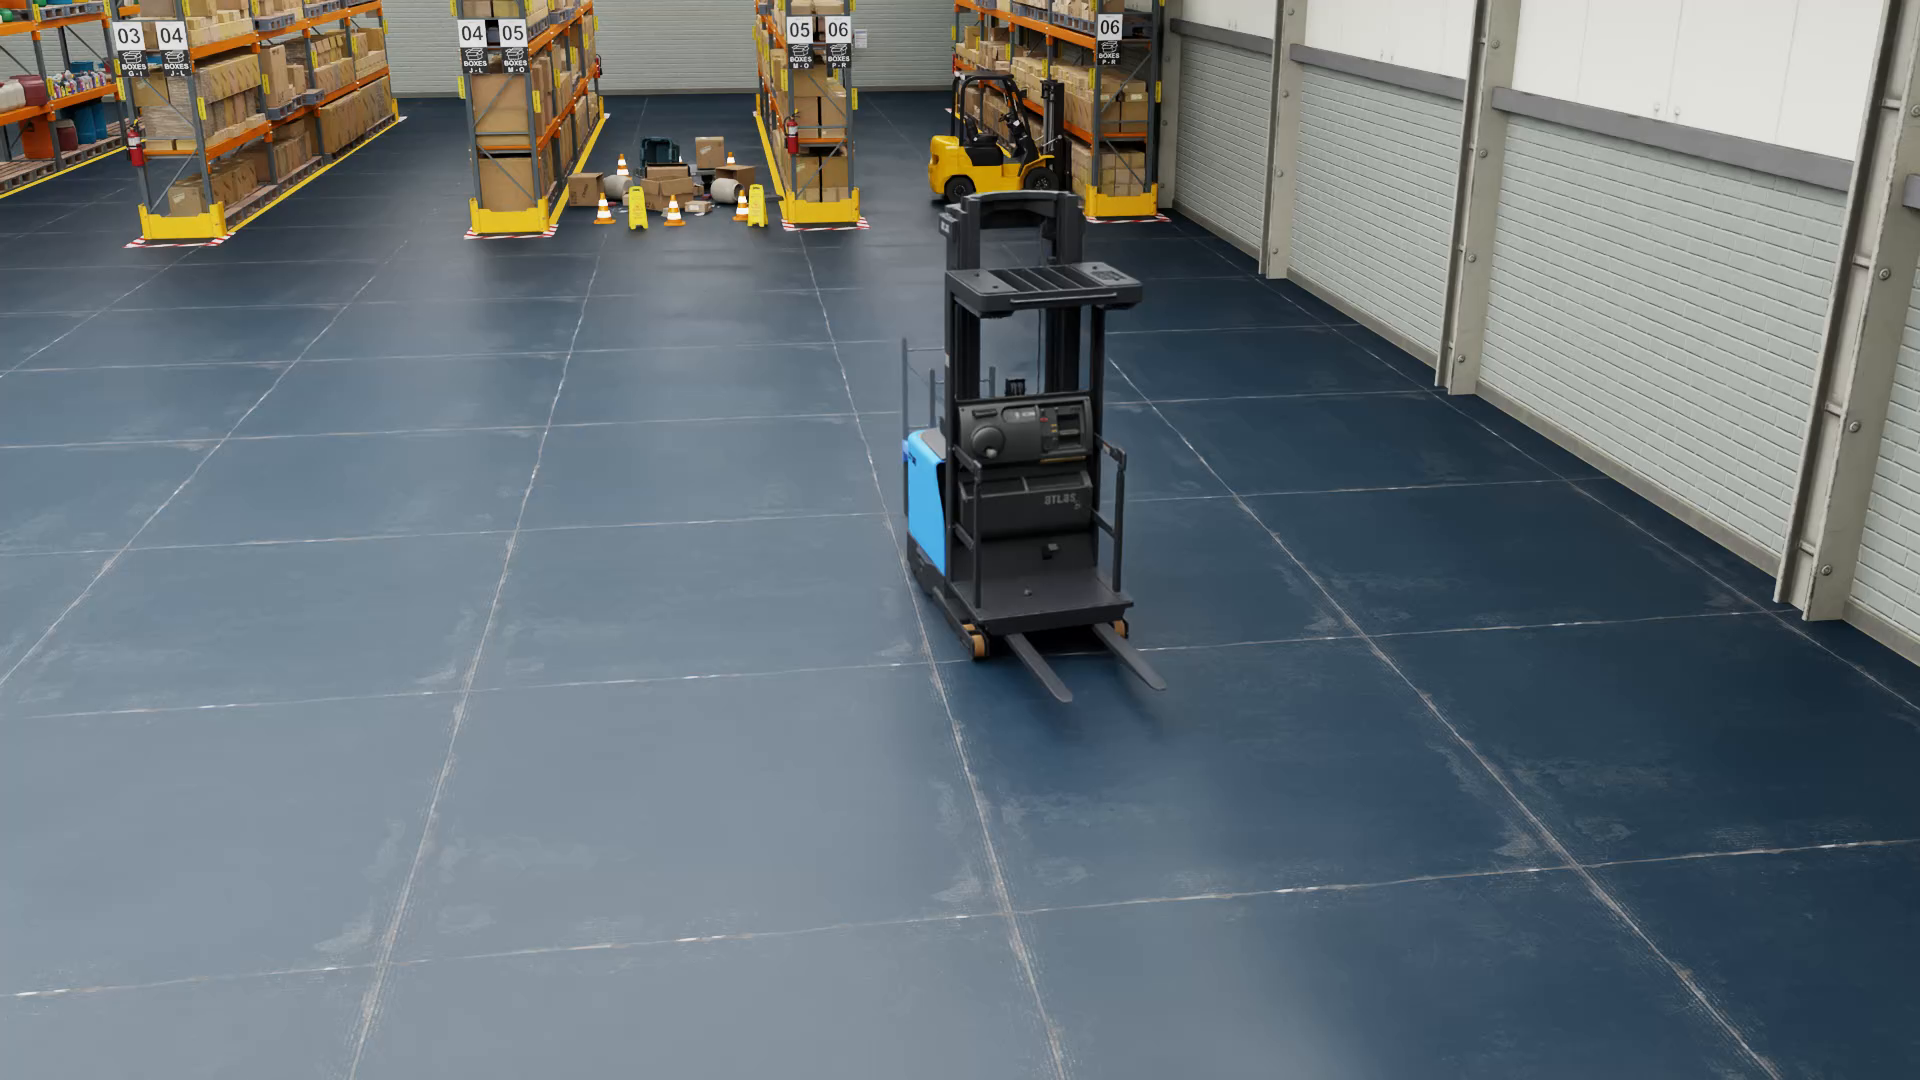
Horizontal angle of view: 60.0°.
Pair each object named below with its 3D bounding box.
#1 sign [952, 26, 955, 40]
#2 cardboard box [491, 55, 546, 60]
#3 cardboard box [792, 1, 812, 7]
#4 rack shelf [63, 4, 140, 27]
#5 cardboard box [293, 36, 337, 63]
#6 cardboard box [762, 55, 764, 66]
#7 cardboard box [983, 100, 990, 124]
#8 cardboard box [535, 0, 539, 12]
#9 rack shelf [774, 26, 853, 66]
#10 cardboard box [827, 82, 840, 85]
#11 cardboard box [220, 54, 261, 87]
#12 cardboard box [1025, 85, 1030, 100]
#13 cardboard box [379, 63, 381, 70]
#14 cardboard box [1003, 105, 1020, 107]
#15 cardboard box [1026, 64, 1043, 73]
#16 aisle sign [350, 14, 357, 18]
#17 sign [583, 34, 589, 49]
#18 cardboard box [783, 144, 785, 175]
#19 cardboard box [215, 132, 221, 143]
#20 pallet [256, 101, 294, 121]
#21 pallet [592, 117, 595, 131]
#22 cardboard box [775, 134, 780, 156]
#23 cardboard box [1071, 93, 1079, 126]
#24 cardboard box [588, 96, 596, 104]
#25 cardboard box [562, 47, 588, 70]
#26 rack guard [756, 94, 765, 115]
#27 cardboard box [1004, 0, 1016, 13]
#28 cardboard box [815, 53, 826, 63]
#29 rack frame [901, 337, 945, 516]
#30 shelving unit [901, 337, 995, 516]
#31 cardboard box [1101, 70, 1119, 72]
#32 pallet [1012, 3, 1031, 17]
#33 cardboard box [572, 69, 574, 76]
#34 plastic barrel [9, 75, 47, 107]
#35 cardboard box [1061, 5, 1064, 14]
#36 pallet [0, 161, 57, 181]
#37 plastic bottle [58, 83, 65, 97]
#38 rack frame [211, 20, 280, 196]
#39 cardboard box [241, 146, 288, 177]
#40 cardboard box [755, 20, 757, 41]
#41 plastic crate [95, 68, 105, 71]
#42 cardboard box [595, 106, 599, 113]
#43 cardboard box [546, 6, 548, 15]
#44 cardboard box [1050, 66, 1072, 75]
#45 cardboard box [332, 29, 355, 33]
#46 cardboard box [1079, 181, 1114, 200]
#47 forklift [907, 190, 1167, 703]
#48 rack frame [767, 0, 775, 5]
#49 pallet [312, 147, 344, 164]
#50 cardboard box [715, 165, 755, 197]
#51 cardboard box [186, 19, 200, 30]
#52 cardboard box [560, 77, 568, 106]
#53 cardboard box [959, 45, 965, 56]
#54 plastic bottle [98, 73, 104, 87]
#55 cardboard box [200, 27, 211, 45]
[{"bbox_3d":[-0.158,-12.774,41.894,0.100,0.325,0.005,-3,21,-8],"label":"sign"},{"bbox_3d":[-7.667,-8.152,28.997,0.875,0.550,0.550,-3,21,-8],"label":"cardboard box"},{"bbox_3d":[-2.647,-8.814,27.461,0.380,0.149,0.250,-4,21,-9],"label":"cardboard box"},{"bbox_3d":[-18.952,-11.771,37.185,1.077,0.370,4.000,-3,21,-8],"label":"rack shelf"},{"bbox_3d":[-13.575,-10.318,34.977,0.797,0.503,0.637,-3,21,-7],"label":"cardboard box"},{"bbox_3d":[-4.172,-10.757,37.230,0.500,0.250,0.500,-4,21,-9],"label":"cardboard box"},{"bbox_3d":[0.802,-9.858,38.296,0.500,0.500,0.500,-2,21,-5],"label":"cardboard box"},{"bbox_3d":[-7.145,-8.742,27.095,0.500,0.250,0.500,-3,21,-8],"label":"cardboard box"},{"bbox_3d":[-2.514,-8.366,28.068,1.077,0.370,4.000,-3,21,-8],"label":"rack shelf"},{"bbox_3d":[-2.332,-7.677,28.917,0.500,0.500,0.500,-2,21,-6],"label":"cardboard box"},{"bbox_3d":[-12.272,-8.003,28.358,0.500,0.500,0.500,-3,21,-8],"label":"cardboard box"},{"bbox_3d":[1.576,-8.858,32.860,0.500,0.250,0.500,-2,21,-6],"label":"cardboard box"},{"bbox_3d":[-13.852,-11.157,39.159,0.380,0.149,0.250,-3,21,-7],"label":"cardboard box"},{"bbox_3d":[1.146,-9.301,35.876,0.380,0.149,0.250,-4,21,-10],"label":"cardboard box"},{"bbox_3d":[1.511,-9.228,32.566,0.380,0.149,0.250,-3,21,-9],"label":"cardboard box"},{"bbox_3d":[-14.646,-12.872,39.678,0.394,0.787,0.004,-3,21,-8],"label":"aisle sign"},{"bbox_3d":[-8.291,-11.047,36.851,0.100,0.325,0.005,-3,21,-8],"label":"sign"},{"bbox_3d":[-2.823,-6.668,29.039,0.500,0.500,0.500,-2,21,-5],"label":"cardboard box"},{"bbox_3d":[-11.933,-6.358,26.312,0.380,0.149,0.250,-3,21,-8],"label":"cardboard box"},{"bbox_3d":[-12.575,-7.672,29.745,1.003,0.211,1.213,-3,21,-8],"label":"pallet"},{"bbox_3d":[-9.151,-9.823,39.214,1.003,0.211,1.213,-3,21,-8],"label":"pallet"},{"bbox_3d":[-3.193,-7.889,33.207,0.950,0.372,0.625,-3,21,-9],"label":"cardboard box"},{"bbox_3d":[2.215,-7.418,28.647,0.500,0.500,0.500,-3,21,-9],"label":"cardboard box"},{"bbox_3d":[-8.878,-10.473,39.594,0.380,0.149,0.250,-2,21,-6],"label":"cardboard box"},{"bbox_3d":[-8.662,-10.845,37.399,0.500,0.500,0.500,-3,21,-9],"label":"cardboard box"},{"bbox_3d":[-4.536,-10.982,41.905,1.175,0.500,0.348,-3,21,-8],"label":"rack guard"},{"bbox_3d":[1.218,-11.127,34.647,0.500,0.250,0.500,-4,21,-10],"label":"cardboard box"},{"bbox_3d":[-2.521,-8.857,30.548,0.380,0.149,0.250,-3,21,-8],"label":"cardboard box"},{"bbox_3d":[-0.224,-0.924,13.546,0.500,1.500,0.032,-5,21,-13],"label":"rack frame"},{"bbox_3d":[-0.105,-0.751,13.083,0.538,1.500,1.048,-5,21,-13],"label":"shelving unit"},{"bbox_3d":[2.616,-8.282,29.608,0.380,0.149,0.250,-3,21,-9],"label":"cardboard box"},{"bbox_3d":[1.718,-10.713,33.594,1.213,0.211,1.003,-2,21,-5],"label":"pallet"},{"bbox_3d":[-8.321,-9.793,34.908,0.380,0.149,0.250,-3,21,-7],"label":"cardboard box"},{"bbox_3d":[-17.720,-8.543,31.609,0.600,0.536,0.708,-3,21,-8],"label":"plastic barrel"},{"bbox_3d":[1.984,-9.336,29.254,0.380,0.149,0.250,-2,21,-6],"label":"cardboard box"},{"bbox_3d":[-18.014,-7.049,31.787,1.003,0.211,1.213,-3,21,-8],"label":"pallet"},{"bbox_3d":[-17.870,-8.945,33.047,0.061,0.283,0.133,-3,21,-8],"label":"plastic bottle"},{"bbox_3d":[-12.609,-7.490,28.983,1.000,3.000,0.127,-3,21,-8],"label":"rack frame"},{"bbox_3d":[-12.727,-6.905,30.360,0.700,0.500,0.500,-3,21,-8],"label":"cardboard box"},{"bbox_3d":[-4.745,-12.479,40.769,0.500,0.500,0.500,-3,21,-9],"label":"cardboard box"},{"bbox_3d":[-19.212,-10.502,37.339,0.293,0.136,0.466,-3,21,-8],"label":"plastic crate"},{"bbox_3d":[-8.997,-10.466,40.424,0.380,0.149,0.250,-2,21,-6],"label":"cardboard box"},{"bbox_3d":[-7.318,-9.126,28.693,0.380,0.149,0.250,-3,21,-8],"label":"cardboard box"},{"bbox_3d":[1.861,-8.606,30.476,0.380,0.149,0.250,-2,21,-7],"label":"cardboard box"},{"bbox_3d":[-14.465,-11.712,39.005,0.500,0.500,0.500,-3,21,-9],"label":"cardboard box"},{"bbox_3d":[2.305,-5.912,28.087,0.500,0.250,0.500,-3,21,-7],"label":"cardboard box"},{"bbox_3d":[0.509,-0.730,10.983,1.130,2.935,3.031,-6,21,-16],"label":"forklift"},{"bbox_3d":[-3.379,-12.185,32.980,1.000,3.000,0.127,-3,21,-8],"label":"rack frame"},{"bbox_3d":[-13.225,-7.845,33.920,1.003,0.211,1.213,-3,21,-8],"label":"pallet"},{"bbox_3d":[-3.995,-6.380,29.581,0.500,0.500,0.500,12,24,29],"label":"cardboard box"},{"bbox_3d":[-11.785,-7.828,25.246,0.380,0.149,0.250,-2,21,-7],"label":"cardboard box"},{"bbox_3d":[-7.712,-8.471,31.468,0.500,0.500,0.500,-3,21,-7],"label":"cardboard box"},{"bbox_3d":[0.250,-12.120,41.169,0.500,0.250,0.500,-3,21,-7],"label":"cardboard box"},{"bbox_3d":[-18.208,-9.757,35.221,0.061,0.283,0.133,-3,21,-8],"label":"plastic bottle"},{"bbox_3d":[-11.927,-7.798,25.735,0.500,0.250,0.500,-3,21,-9],"label":"cardboard box"}]
